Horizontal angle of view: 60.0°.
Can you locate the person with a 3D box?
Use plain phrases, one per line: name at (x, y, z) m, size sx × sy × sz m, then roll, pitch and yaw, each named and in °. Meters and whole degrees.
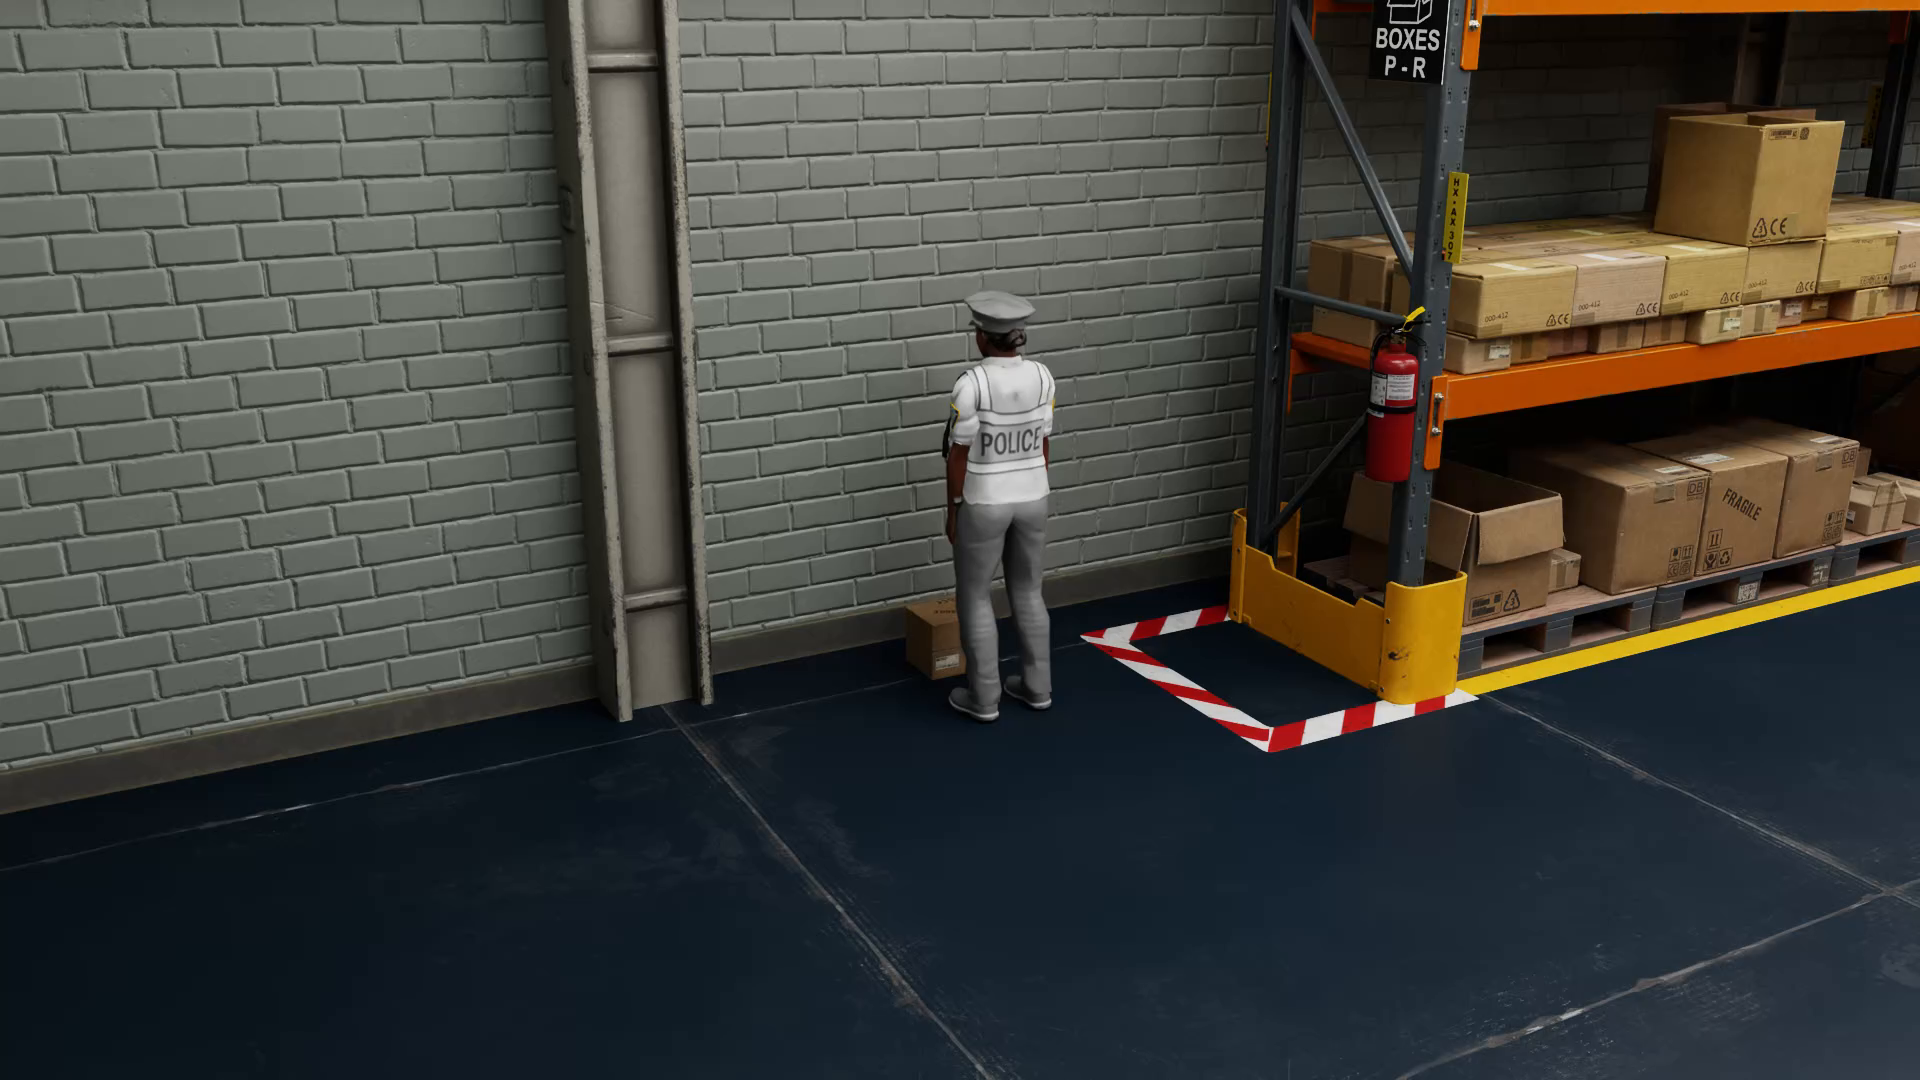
person at (0.138, -0.125, 6.428) m, size 0.437 × 1.669 × 0.341 m, roll -9°, pitch 21°, yaw -26°
